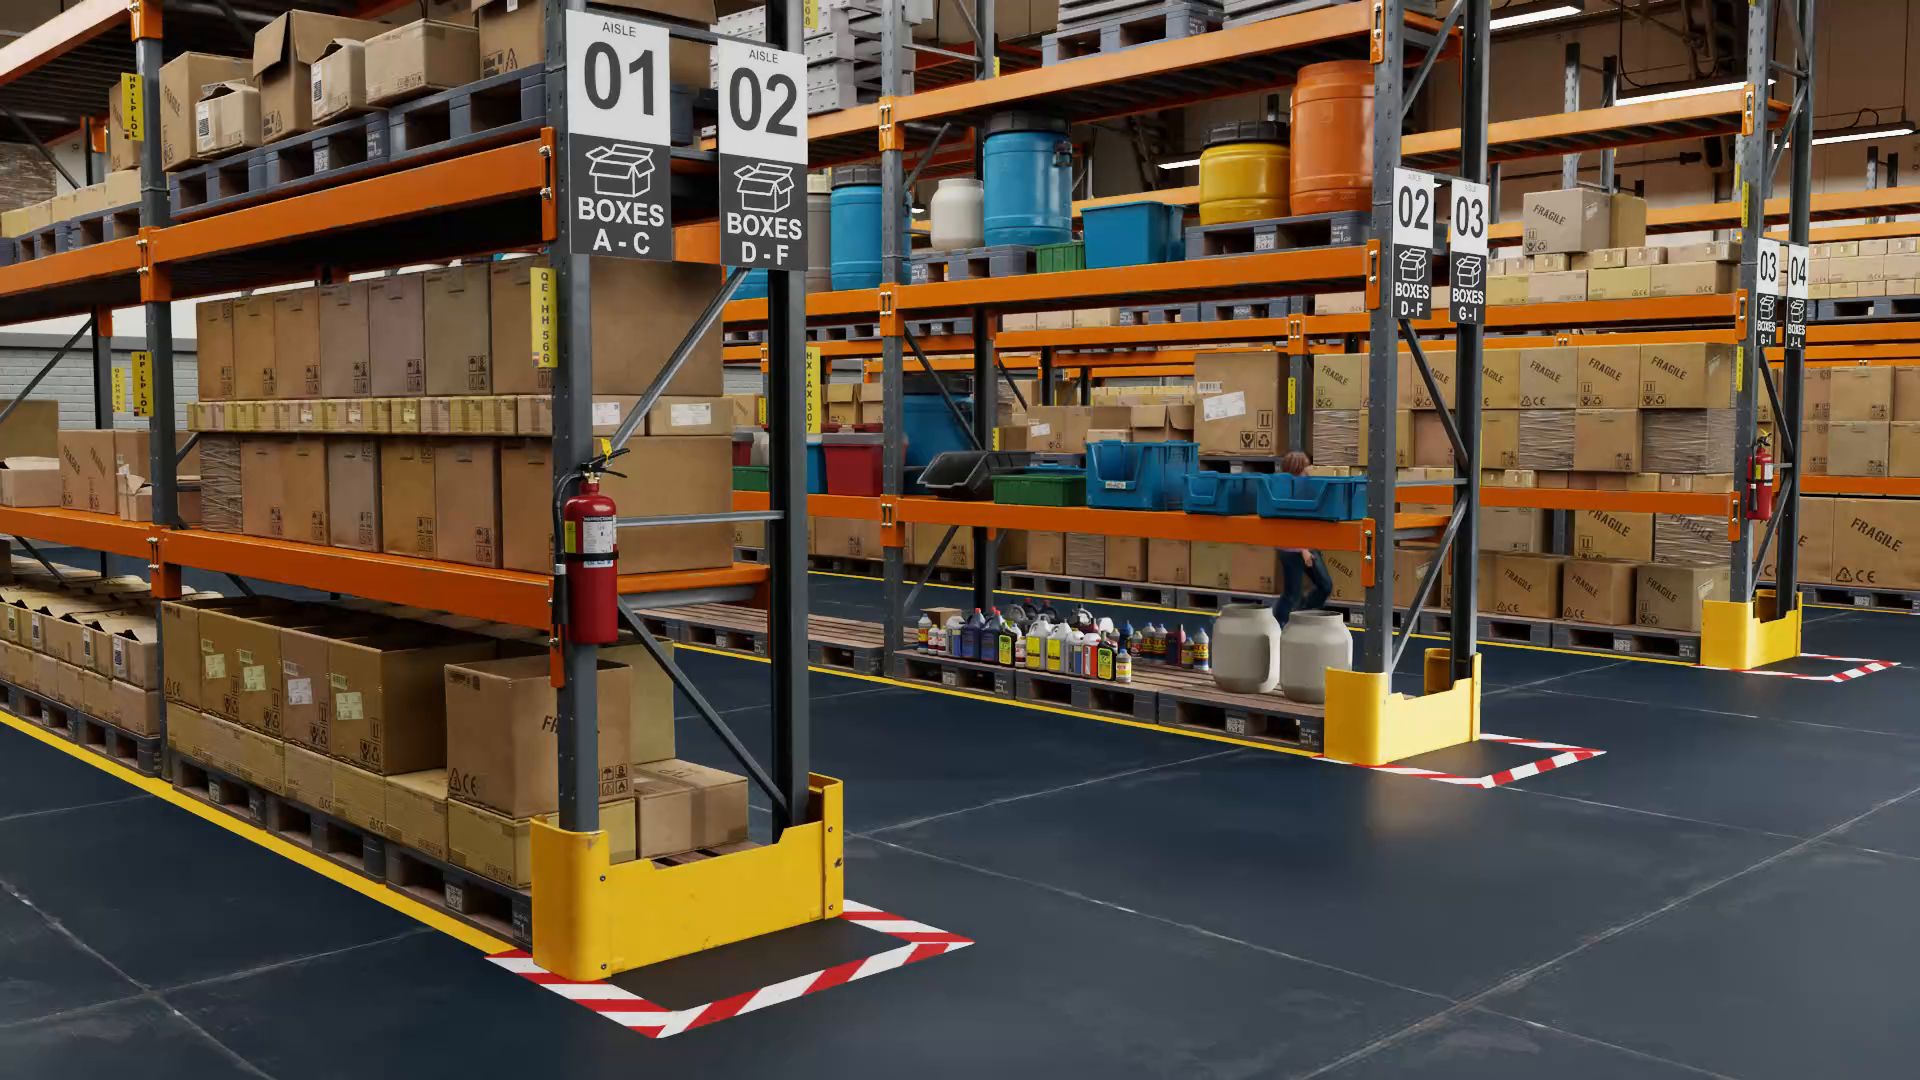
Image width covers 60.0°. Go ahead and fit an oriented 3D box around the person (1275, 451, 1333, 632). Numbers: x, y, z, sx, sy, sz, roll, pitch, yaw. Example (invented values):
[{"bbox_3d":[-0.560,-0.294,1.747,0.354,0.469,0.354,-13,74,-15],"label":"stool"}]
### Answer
[{"bbox_3d":[2.683,0.111,13.140,0.468,1.629,0.426,2,5,30],"label":"person"}]
